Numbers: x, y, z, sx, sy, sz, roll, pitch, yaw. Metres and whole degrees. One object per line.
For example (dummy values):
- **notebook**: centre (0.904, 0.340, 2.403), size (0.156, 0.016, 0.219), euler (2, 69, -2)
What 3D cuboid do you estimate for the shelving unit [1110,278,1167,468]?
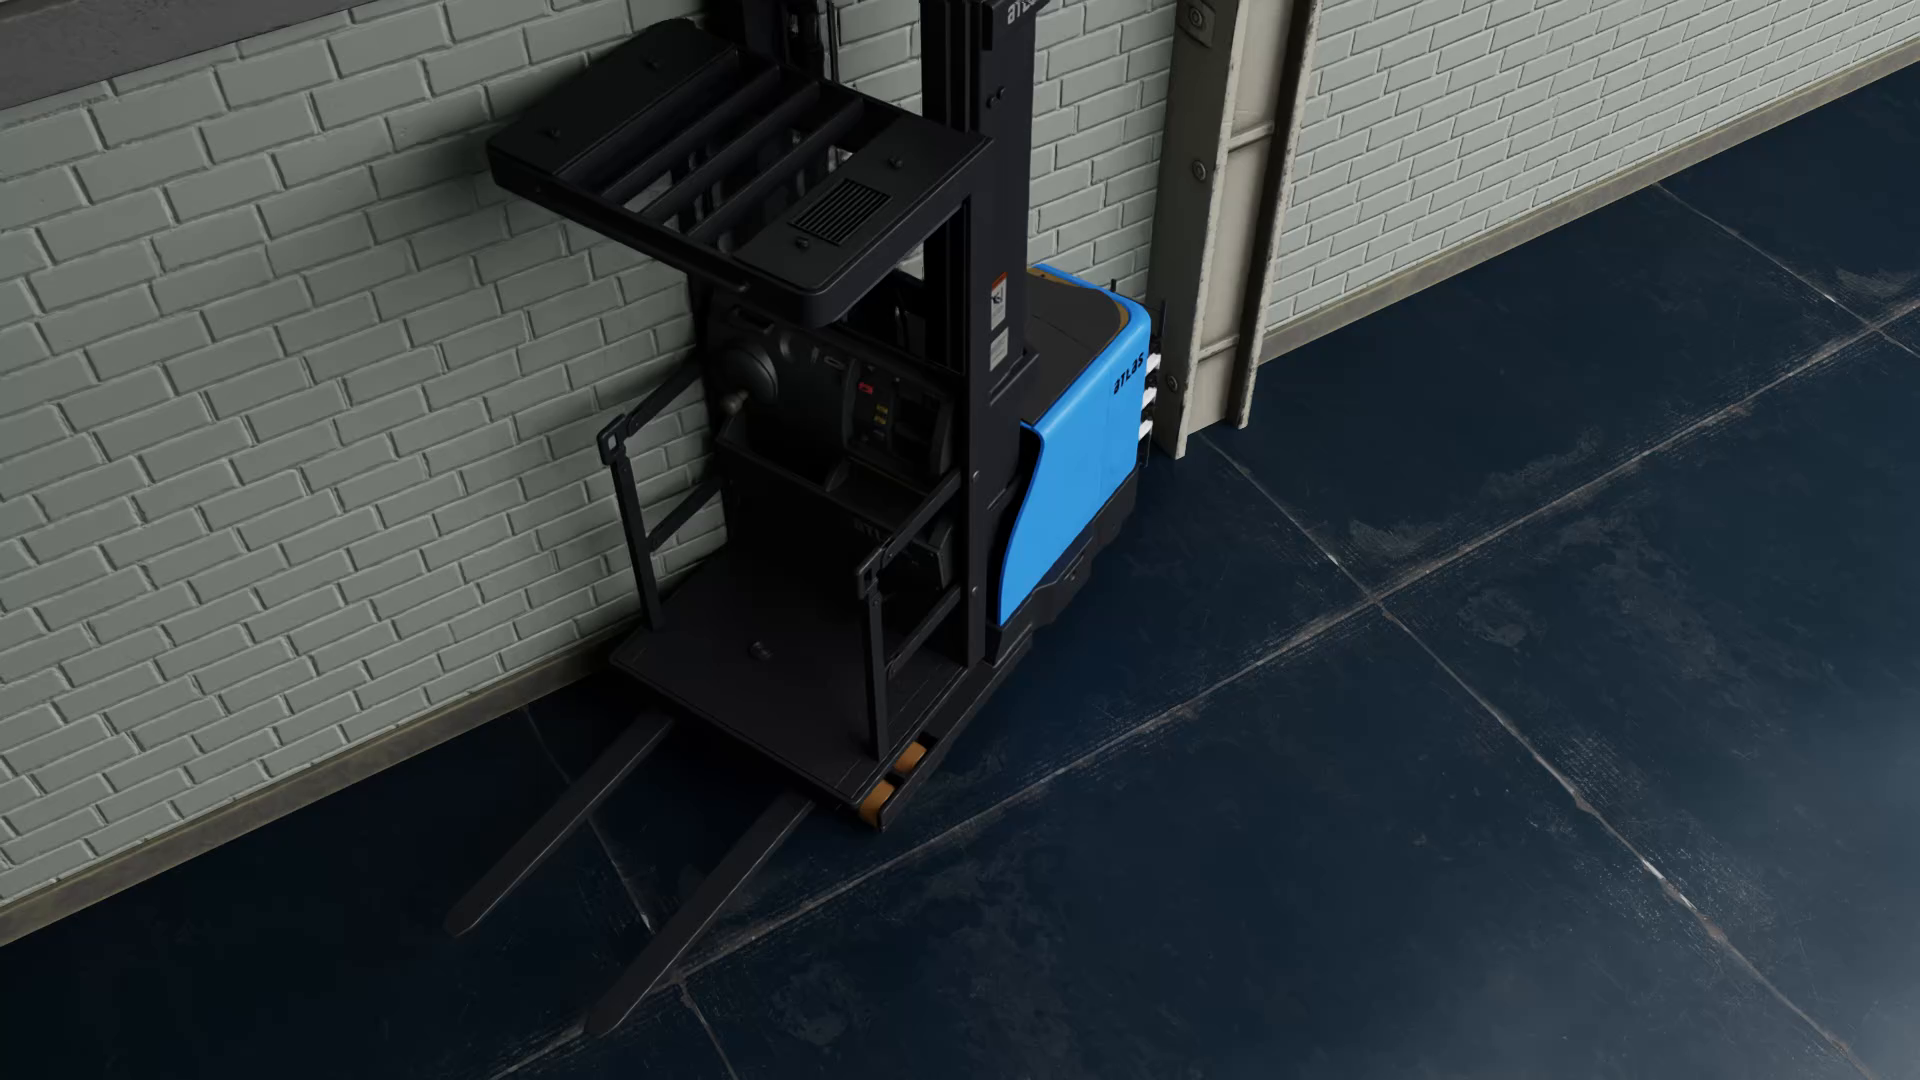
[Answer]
- **shelving unit**: centre (0.625, -0.591, 6.619), size (0.258, 0.900, 0.210), euler (27, 54, 22)

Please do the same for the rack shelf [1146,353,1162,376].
- **rack shelf**: centre (0.625, -0.688, 6.509), size (0.258, 0.077, 0.200), euler (27, 54, 22)

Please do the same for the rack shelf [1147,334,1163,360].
- **rack shelf**: centre (0.625, -0.748, 6.442), size (0.258, 0.077, 0.200), euler (27, 54, 22)

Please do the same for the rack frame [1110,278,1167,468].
- **rack frame**: centre (0.682, -0.654, 6.675), size (0.240, 0.900, 0.006), euler (27, 54, 22)

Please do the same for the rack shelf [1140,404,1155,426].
- **rack shelf**: centre (0.626, -0.509, 6.711), size (0.258, 0.077, 0.200), euler (27, 54, 22)

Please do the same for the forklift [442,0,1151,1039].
- **forklift**: centre (-0.531, -0.386, 5.077), size (1.130, 2.935, 3.031), euler (27, 54, 22)

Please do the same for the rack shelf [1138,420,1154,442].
- **rack shelf**: centre (0.626, -0.449, 6.778), size (0.258, 0.077, 0.200), euler (27, 54, 22)

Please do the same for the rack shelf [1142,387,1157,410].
- **rack shelf**: centre (0.626, -0.569, 6.644), size (0.258, 0.077, 0.200), euler (27, 54, 22)

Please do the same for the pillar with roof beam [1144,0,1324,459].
- **pillar with roof beam**: centre (3.286, -0.786, 1.370), size (0.400, 9.000, 9.100), euler (-25, 53, -21)

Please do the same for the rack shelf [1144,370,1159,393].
- **rack shelf**: centre (0.625, -0.628, 6.576), size (0.258, 0.077, 0.200), euler (27, 54, 22)
